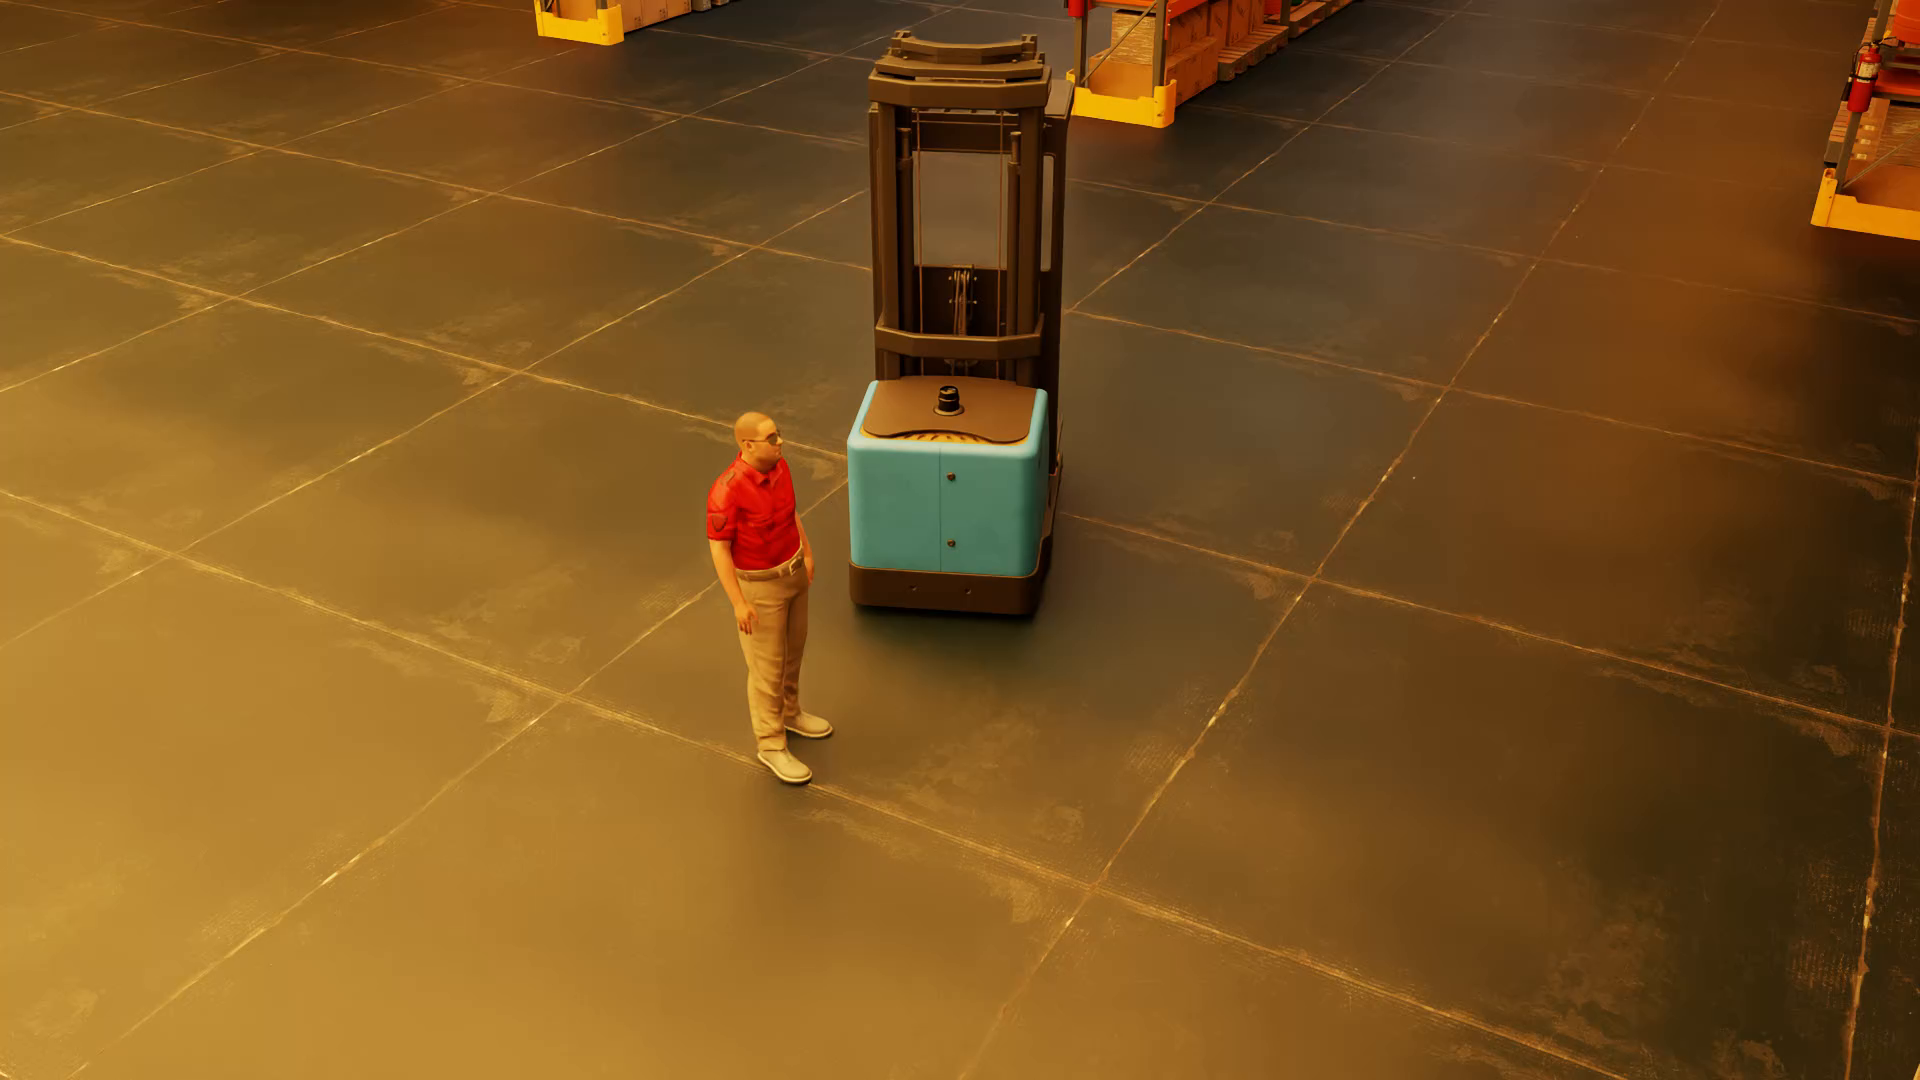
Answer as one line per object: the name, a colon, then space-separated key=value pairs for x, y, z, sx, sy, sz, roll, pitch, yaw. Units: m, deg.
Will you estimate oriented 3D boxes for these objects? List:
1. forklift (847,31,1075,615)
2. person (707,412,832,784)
forklift: x=0.072 y=-1.572 z=9.794 sx=1.130 sy=2.935 sz=3.031 roll=3 pitch=30 yaw=6
person: x=-0.832 y=0.234 z=7.859 sx=0.538 sy=1.734 sz=0.651 roll=15 pitch=33 yaw=24
